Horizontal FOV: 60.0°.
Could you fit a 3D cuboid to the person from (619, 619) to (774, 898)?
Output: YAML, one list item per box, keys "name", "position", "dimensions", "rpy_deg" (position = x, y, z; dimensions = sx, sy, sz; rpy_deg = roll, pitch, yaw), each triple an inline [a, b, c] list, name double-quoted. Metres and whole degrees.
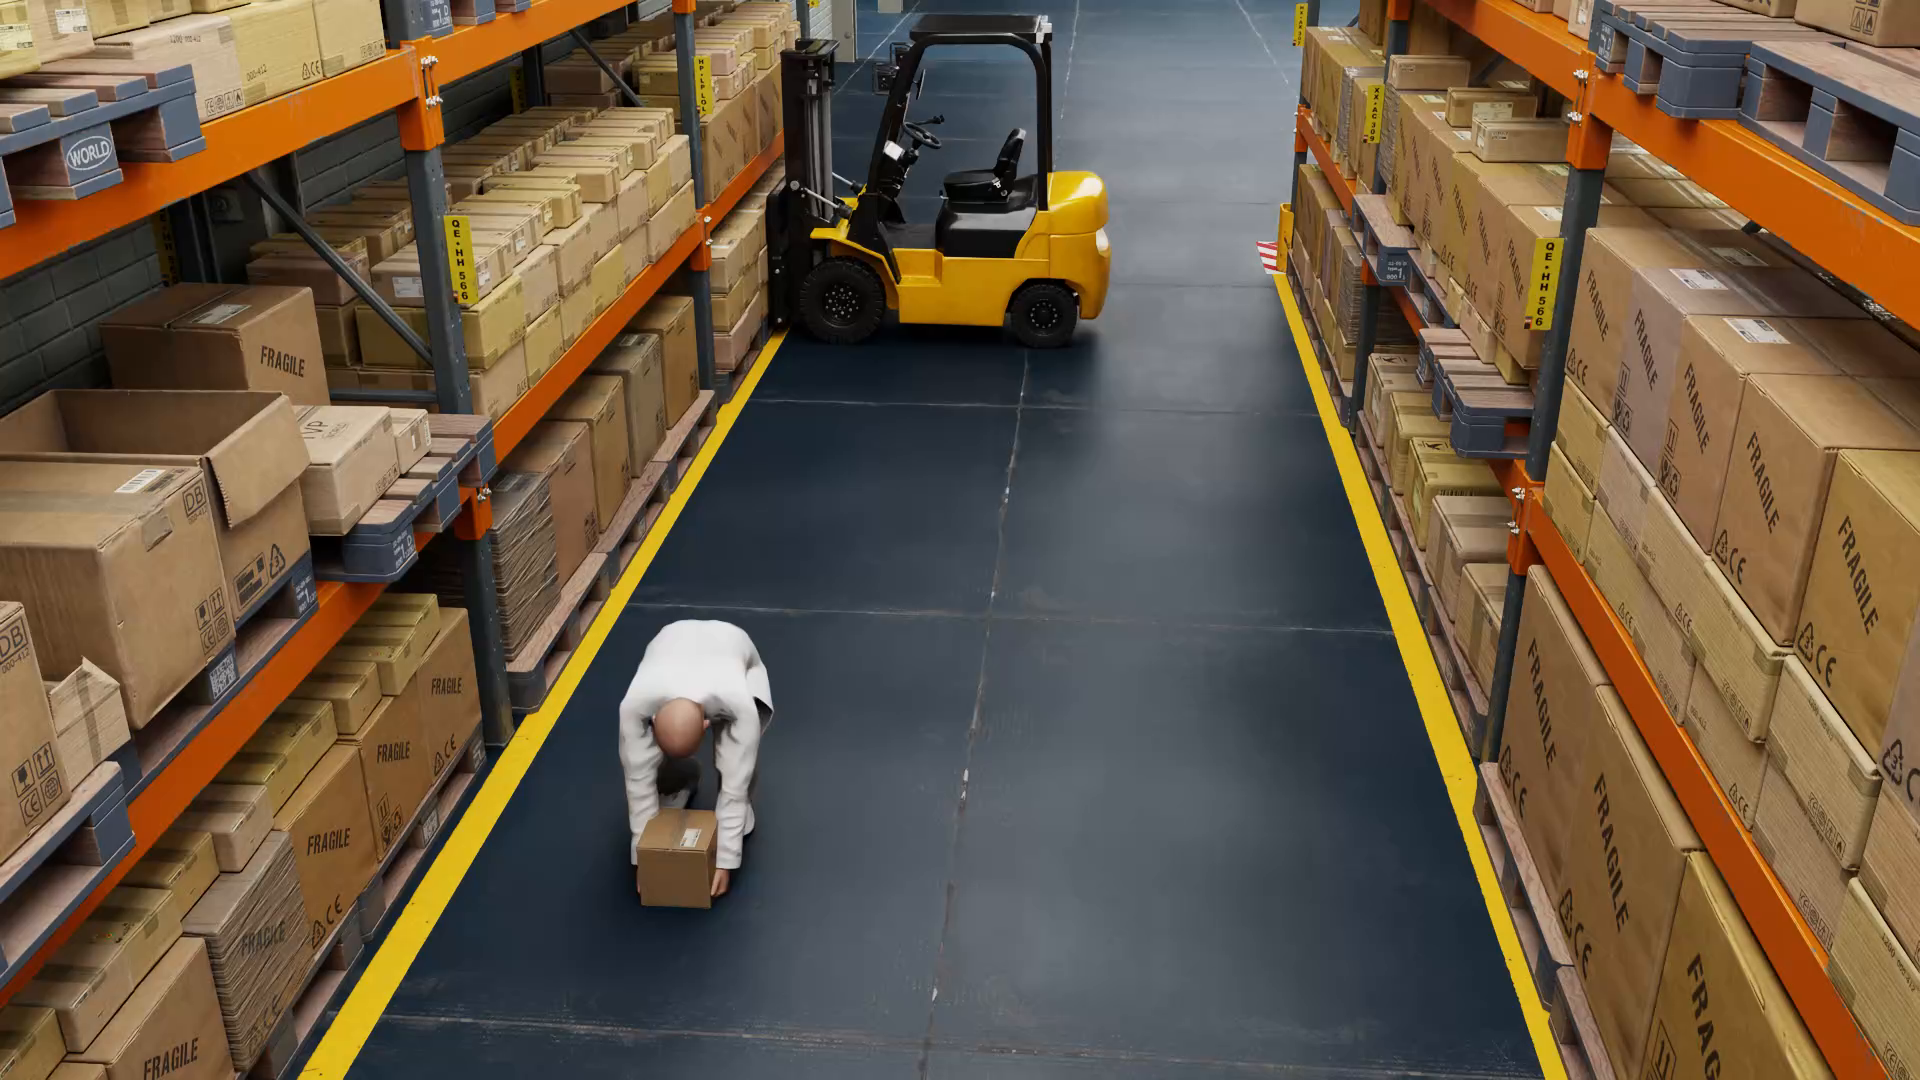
- name: "person"
  position: [-0.989, 0.754, 6.164]
  dimensions: [0.558, 0.816, 0.941]
  rpy_deg: [2, 24, 4]
